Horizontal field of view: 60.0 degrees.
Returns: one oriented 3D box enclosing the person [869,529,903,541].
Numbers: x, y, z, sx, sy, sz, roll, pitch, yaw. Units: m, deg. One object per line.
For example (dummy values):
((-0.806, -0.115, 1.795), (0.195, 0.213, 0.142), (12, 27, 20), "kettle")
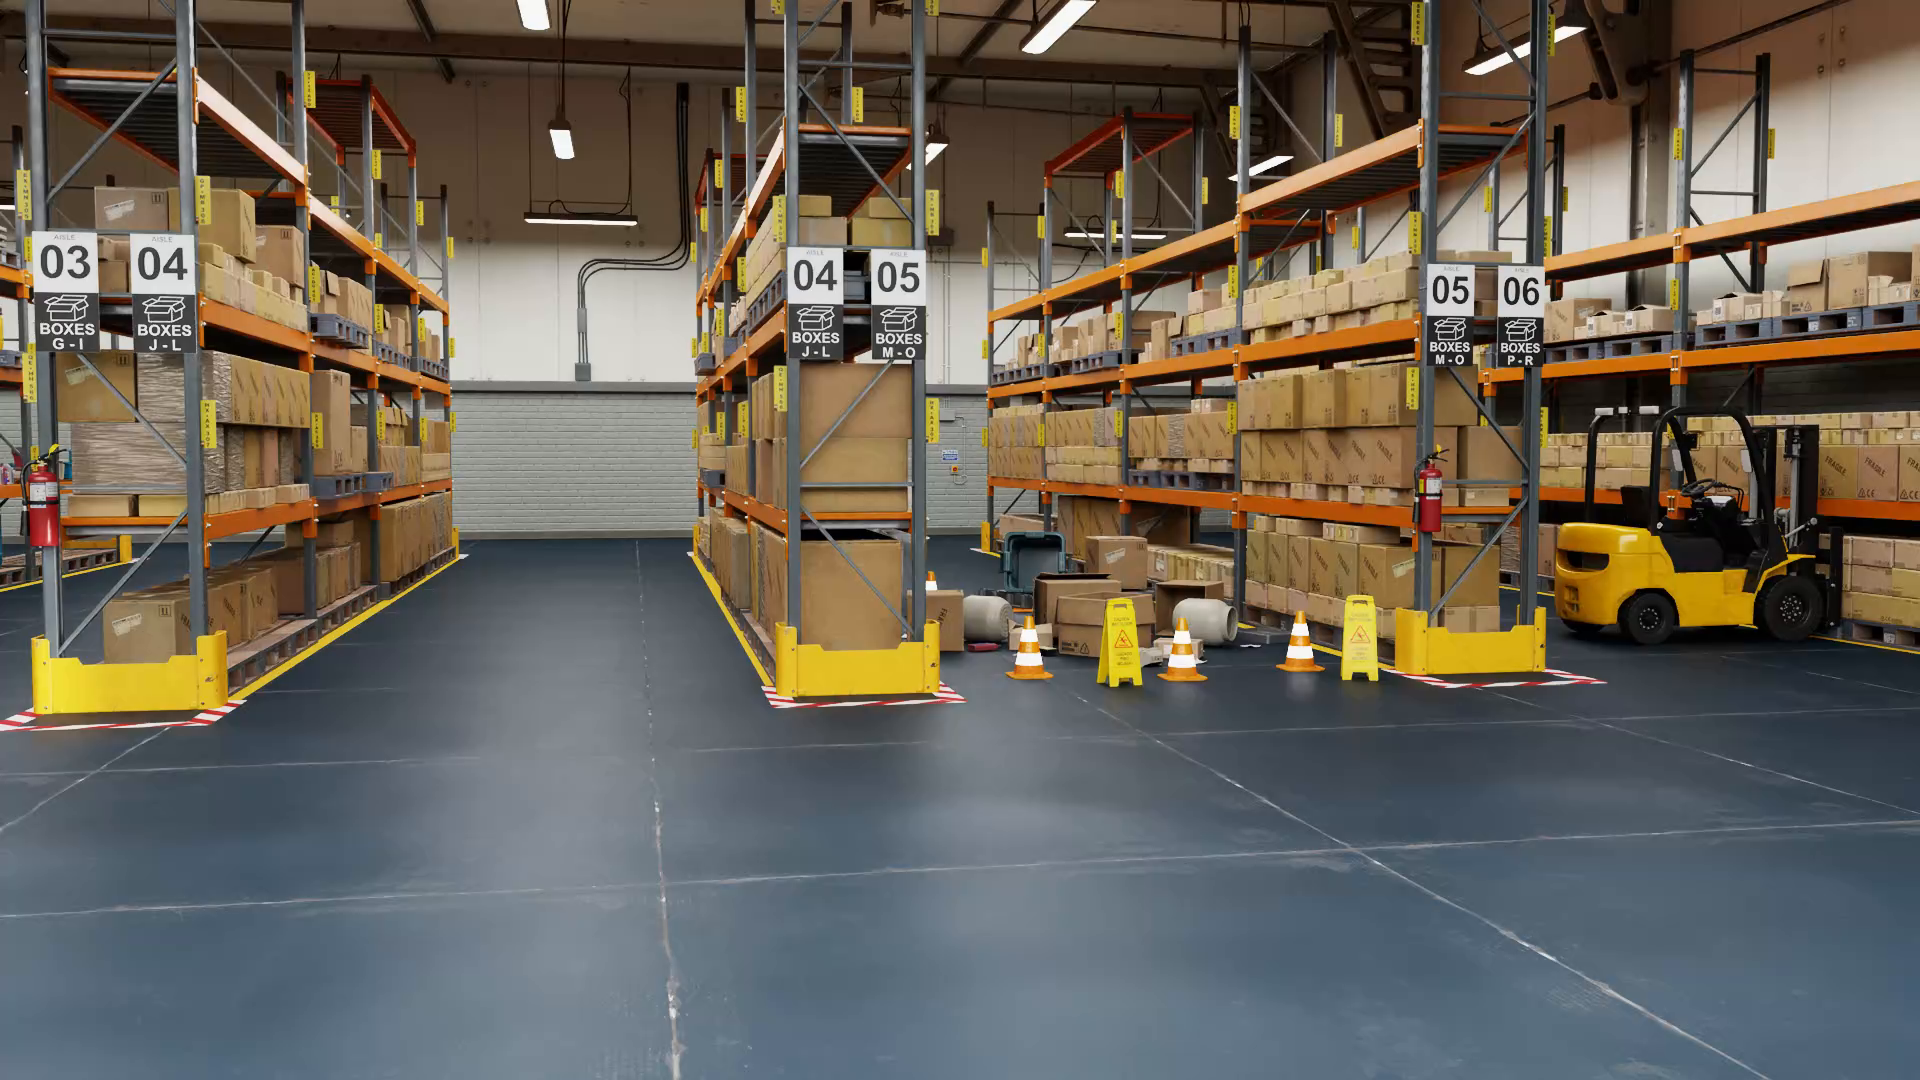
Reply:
((-0.917, -0.209, 20.489), (0.478, 1.652, 0.819), (0, 3, -7), "person")
